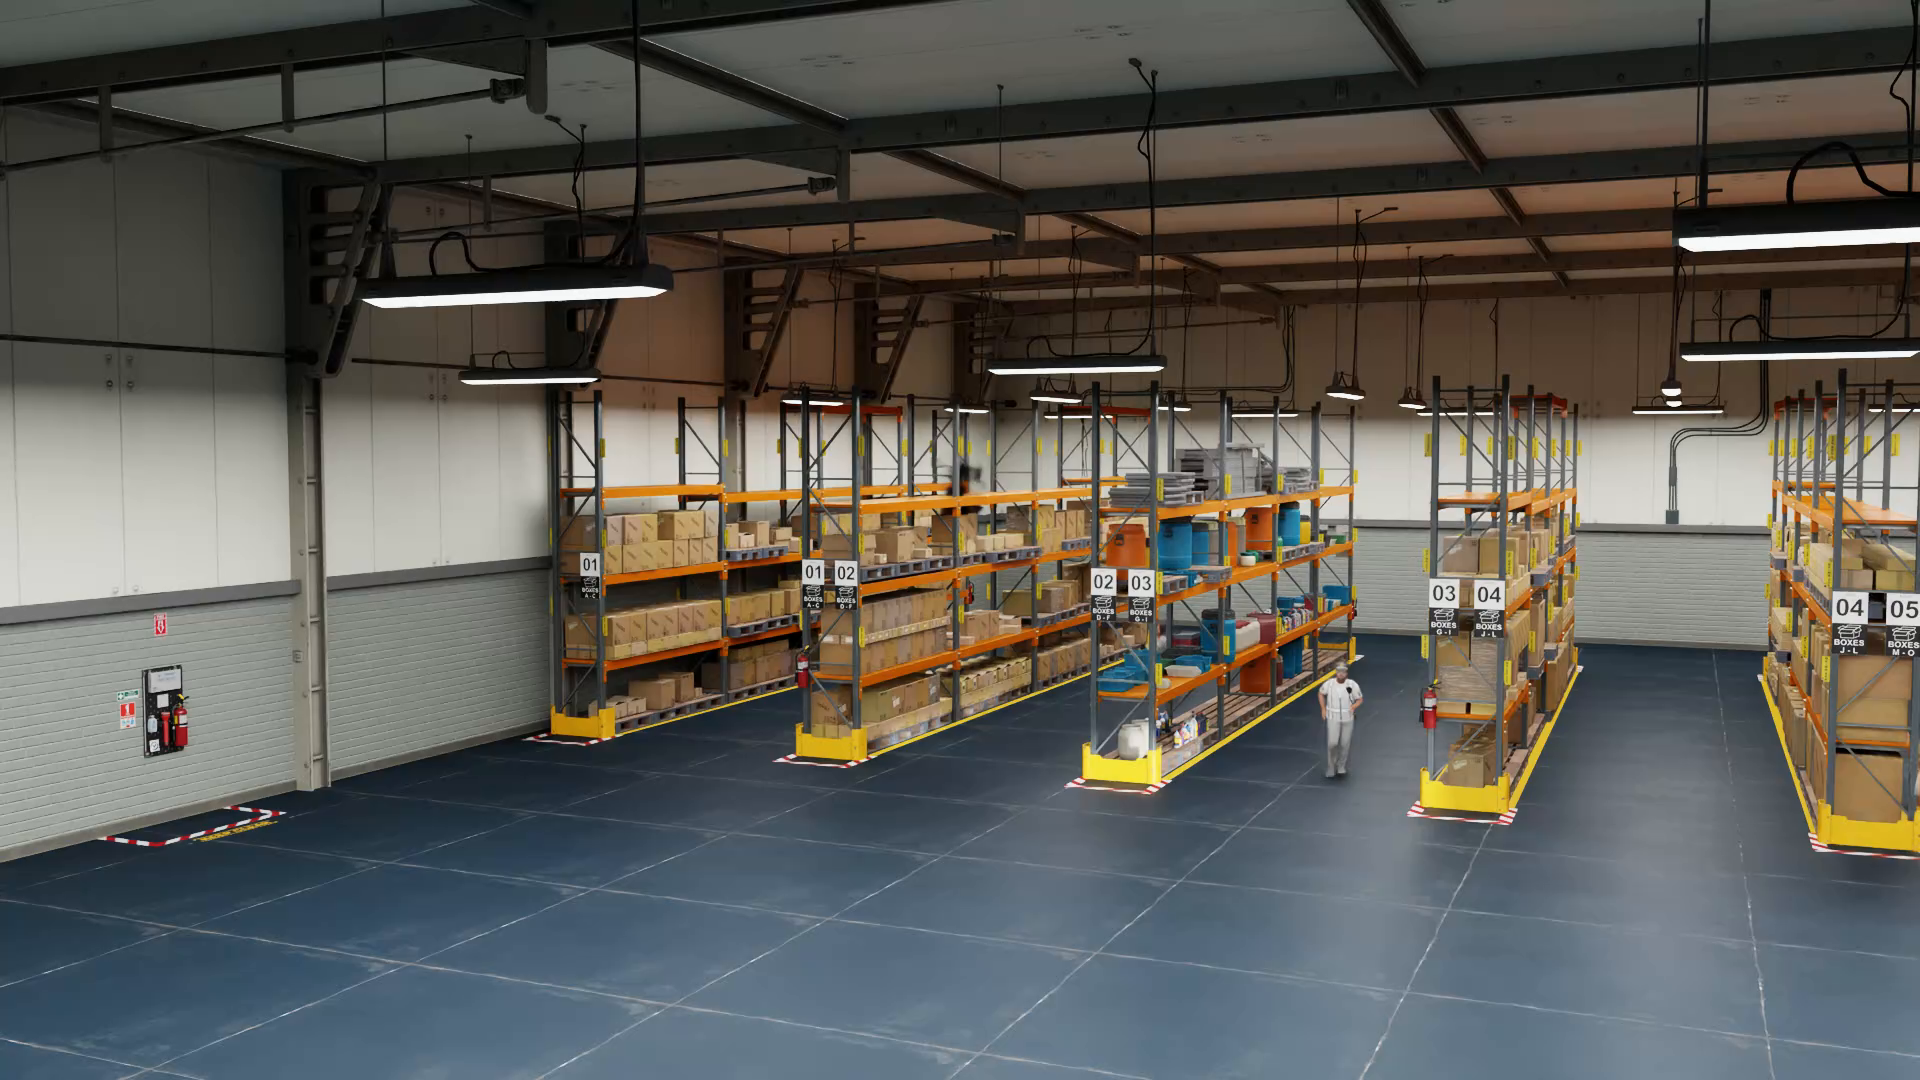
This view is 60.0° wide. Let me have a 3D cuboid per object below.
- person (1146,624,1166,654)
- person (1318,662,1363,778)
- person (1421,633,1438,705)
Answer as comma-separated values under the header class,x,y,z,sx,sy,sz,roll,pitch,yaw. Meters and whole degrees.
class,x,y,z,sx,sy,sz,roll,pitch,yaw
person,3.780,2.419,31.870,0.515,1.617,0.704,1,3,18
person,5.786,2.739,25.251,0.654,1.803,0.715,0,3,9
person,9.181,2.364,31.924,0.653,1.759,0.664,1,3,24
